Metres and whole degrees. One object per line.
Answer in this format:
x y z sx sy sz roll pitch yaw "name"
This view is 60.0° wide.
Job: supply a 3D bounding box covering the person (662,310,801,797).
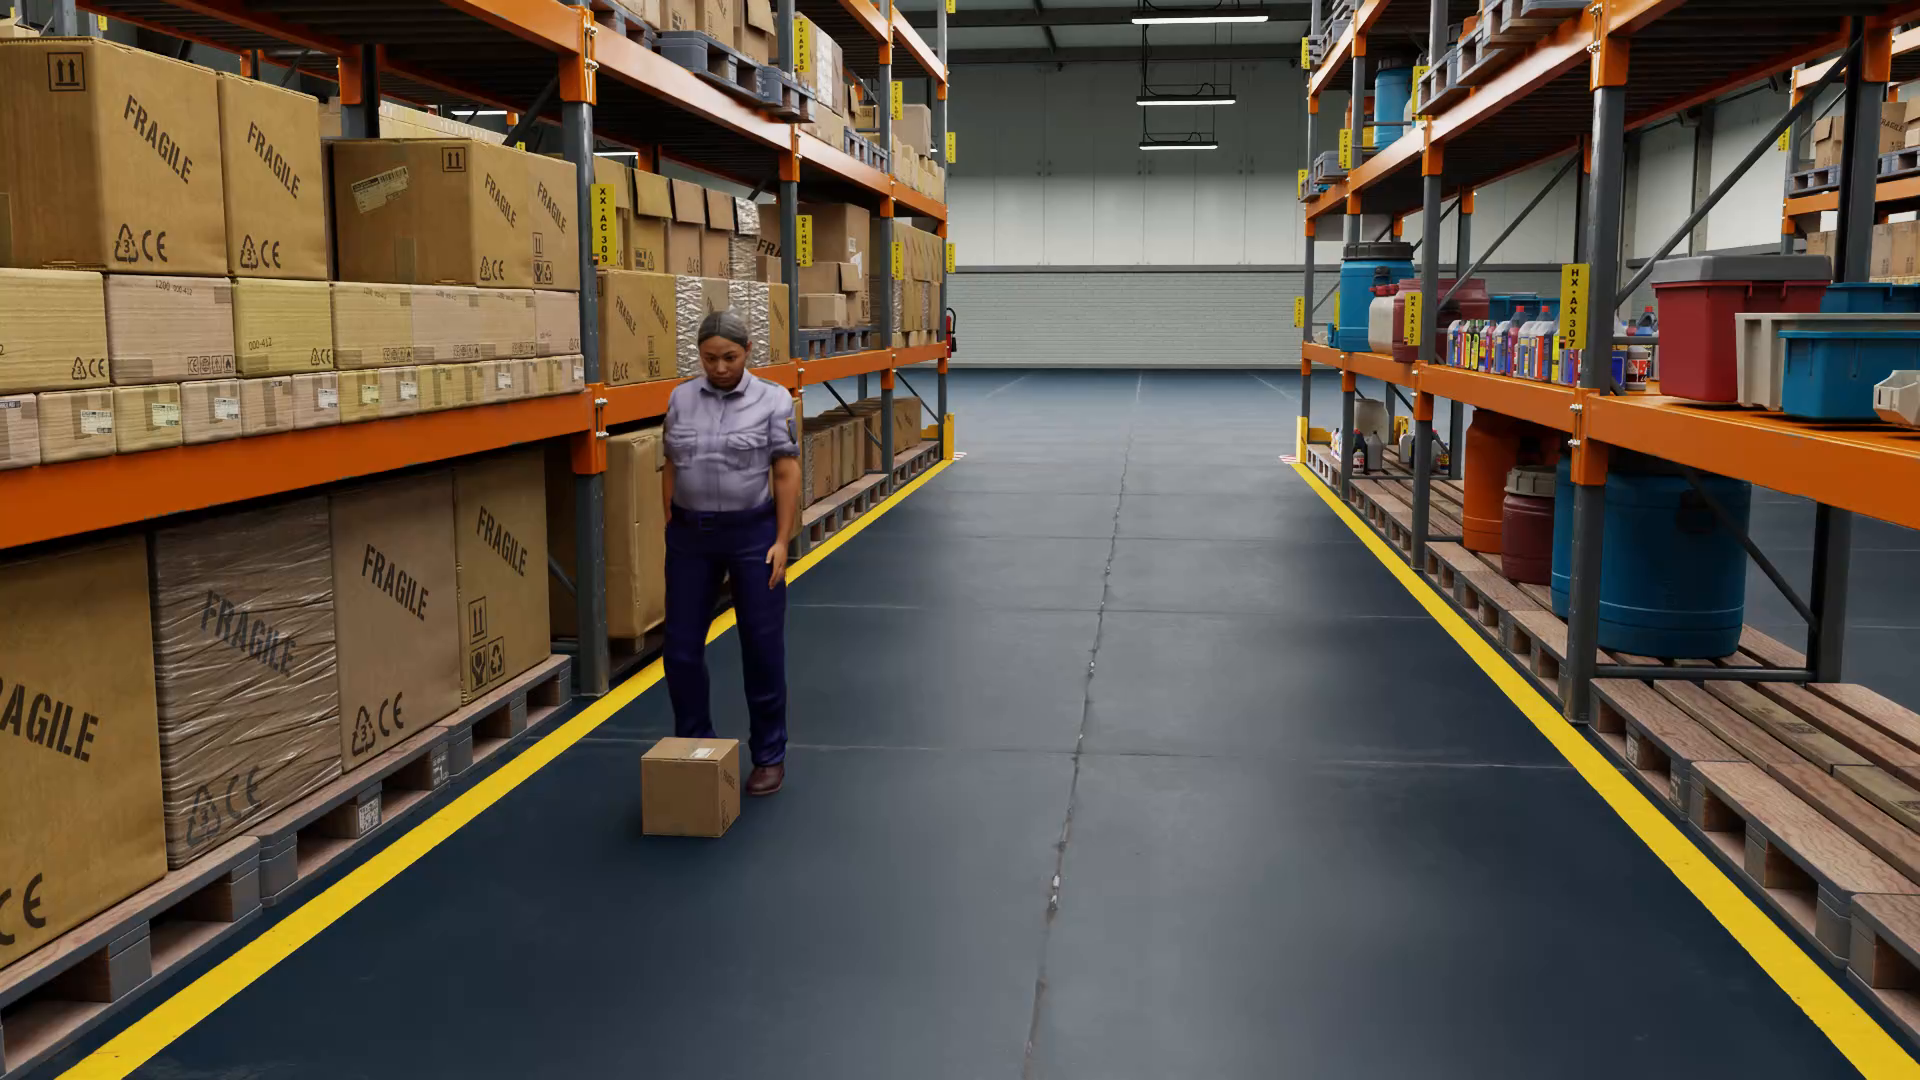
-0.777 0.041 5.664 0.483 1.633 0.351 1 8 7 "person"
